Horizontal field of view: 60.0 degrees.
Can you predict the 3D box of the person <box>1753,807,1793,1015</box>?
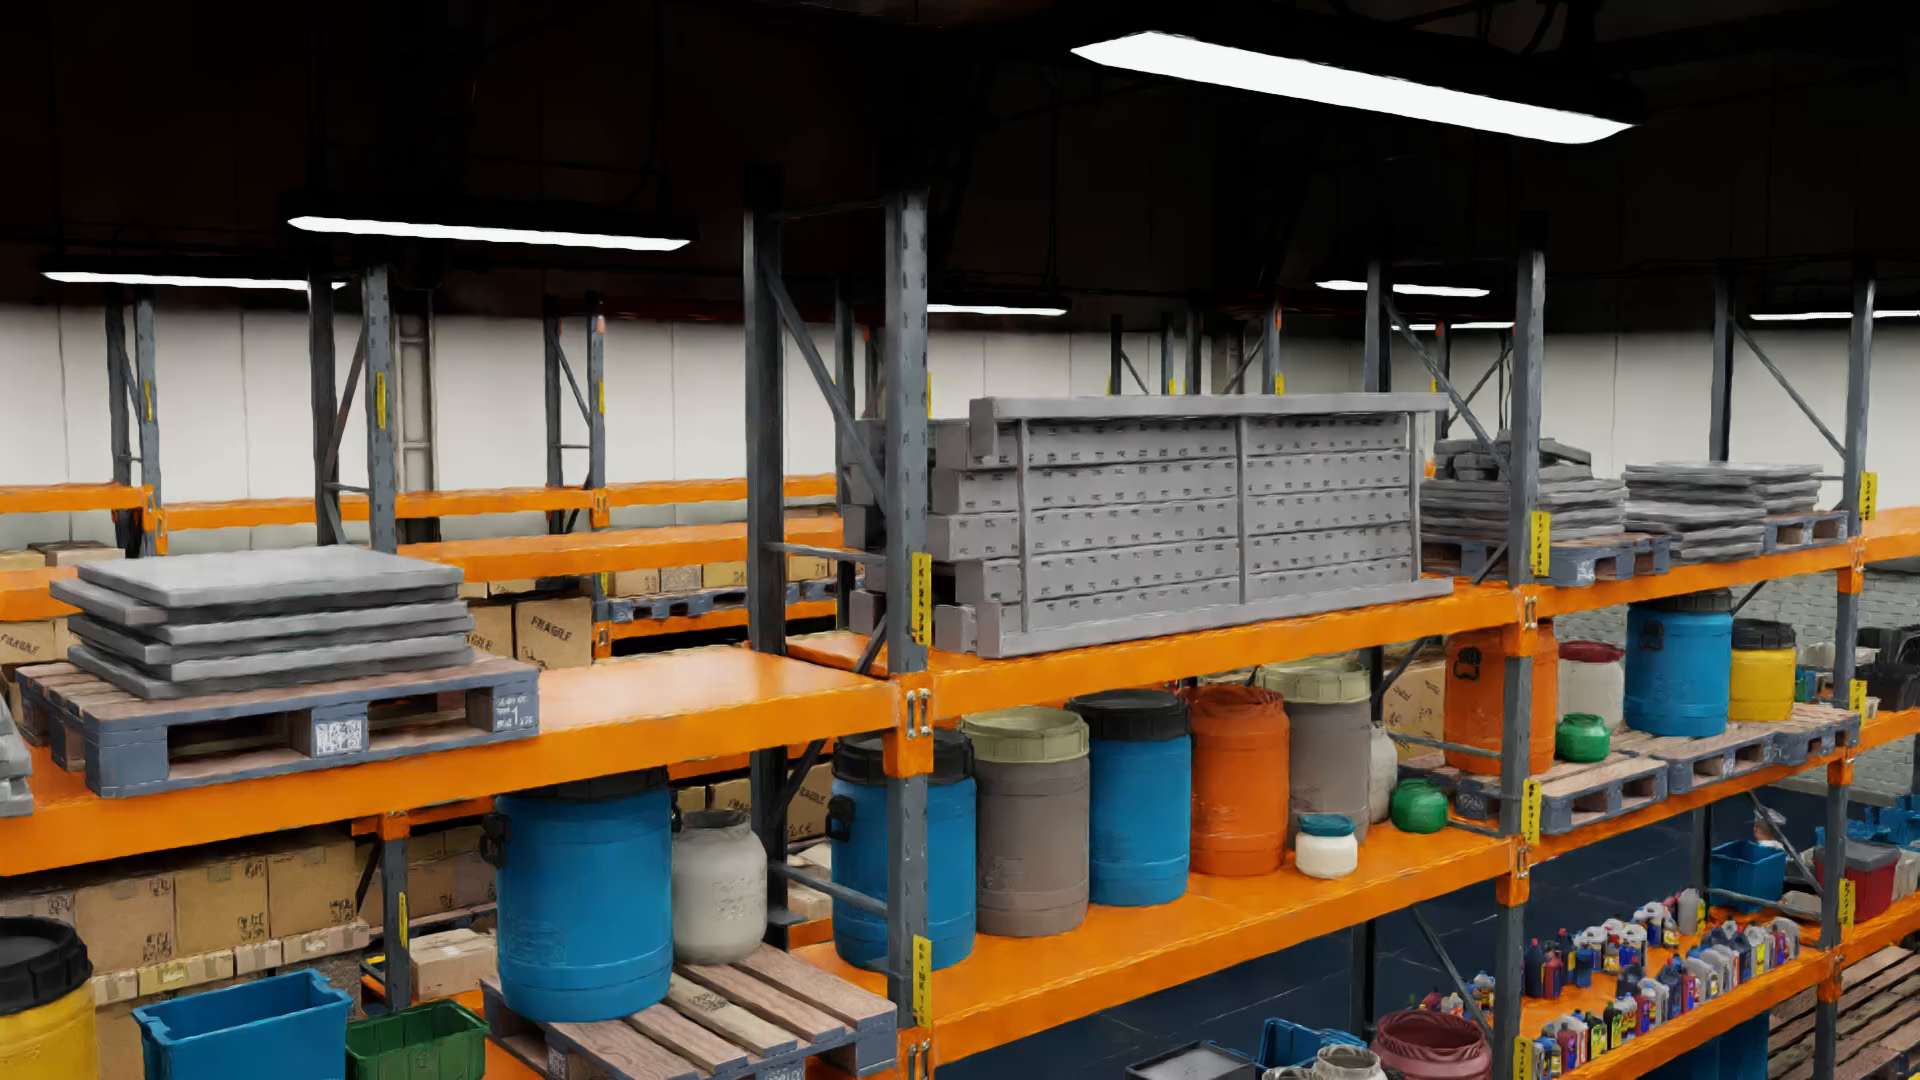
[{"bbox_3d":[6.369,3.004,13.258,0.628,1.751,0.550,-2,6,-24],"label":"person"}]
